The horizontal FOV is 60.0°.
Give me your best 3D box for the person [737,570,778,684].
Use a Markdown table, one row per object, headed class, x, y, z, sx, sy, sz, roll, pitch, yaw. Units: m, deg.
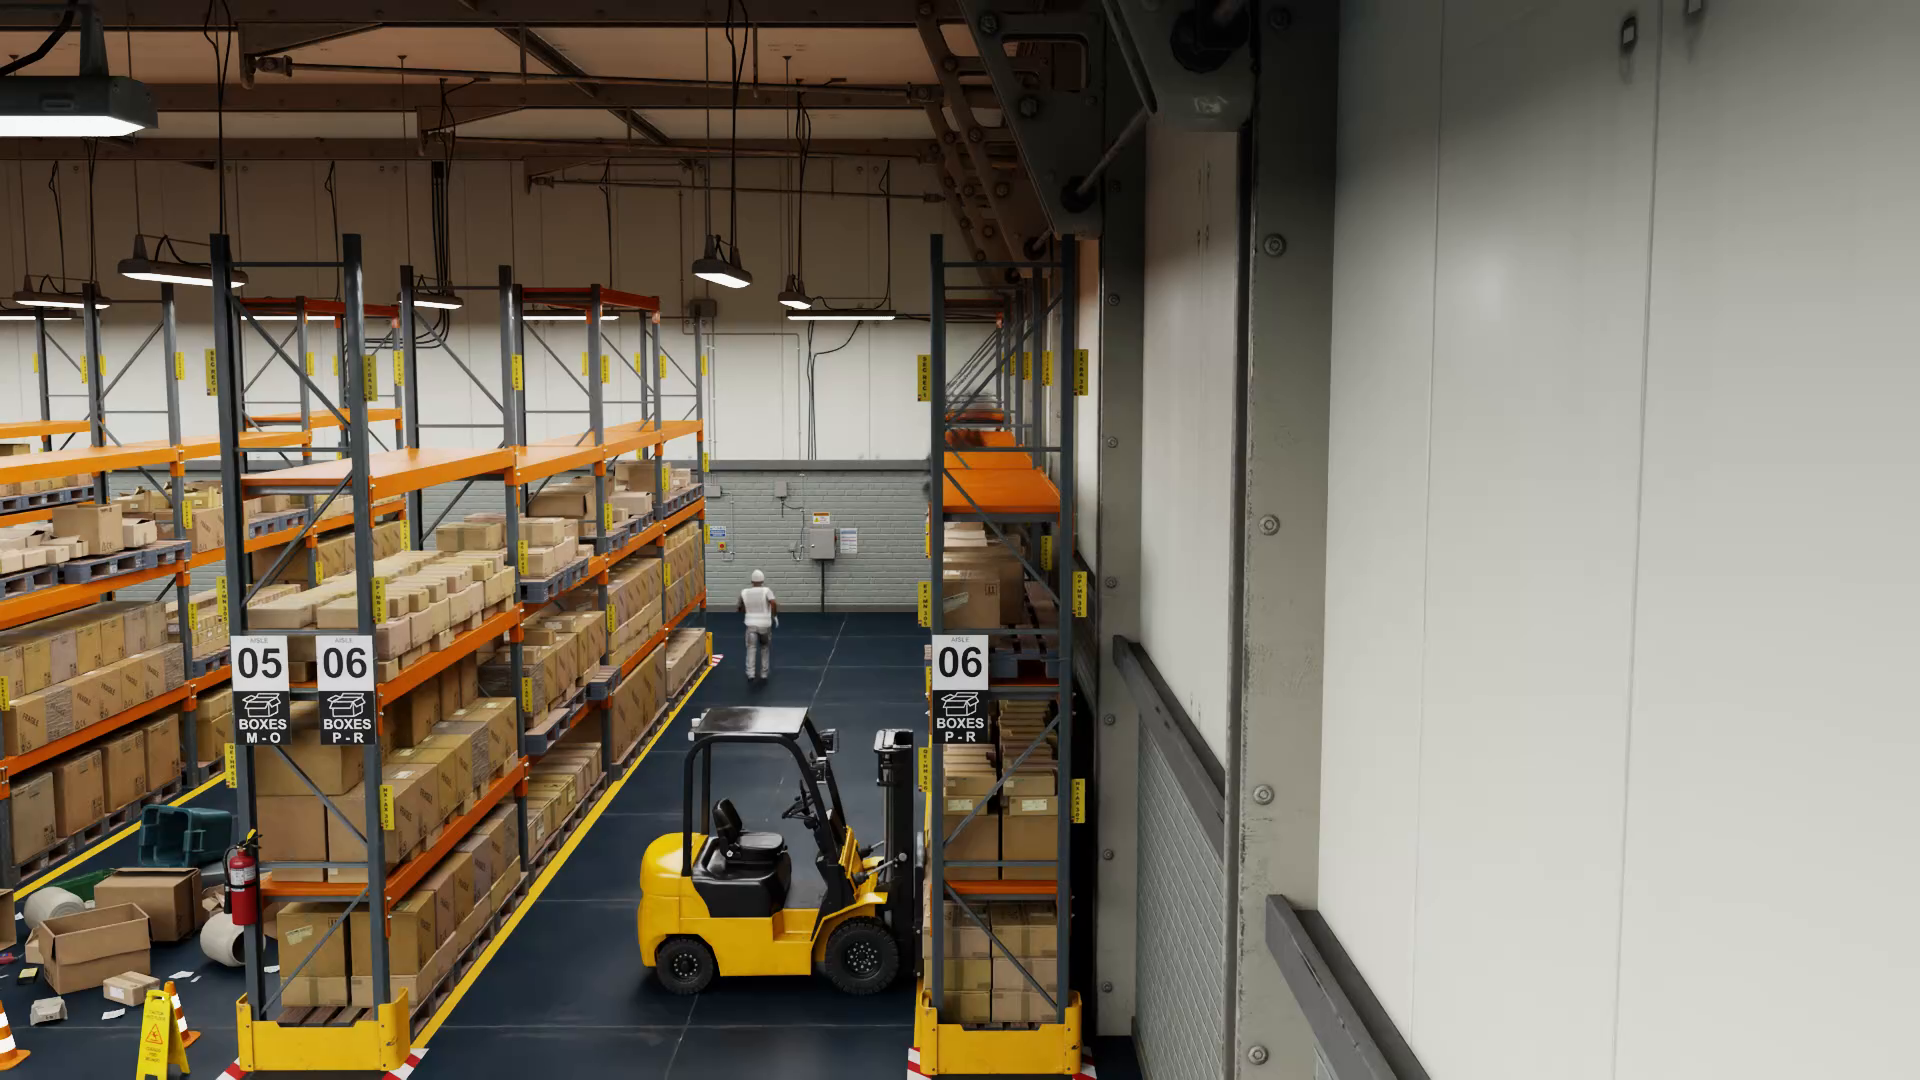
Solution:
| class | x | y | z | sx | sy | sz | roll | pitch | yaw |
| --- | --- | --- | --- | --- | --- | --- | --- | --- | --- |
| person | -3.170 | 1.372 | 26.078 | 0.664 | 1.803 | 0.956 | 0 | 6 | 0 |
